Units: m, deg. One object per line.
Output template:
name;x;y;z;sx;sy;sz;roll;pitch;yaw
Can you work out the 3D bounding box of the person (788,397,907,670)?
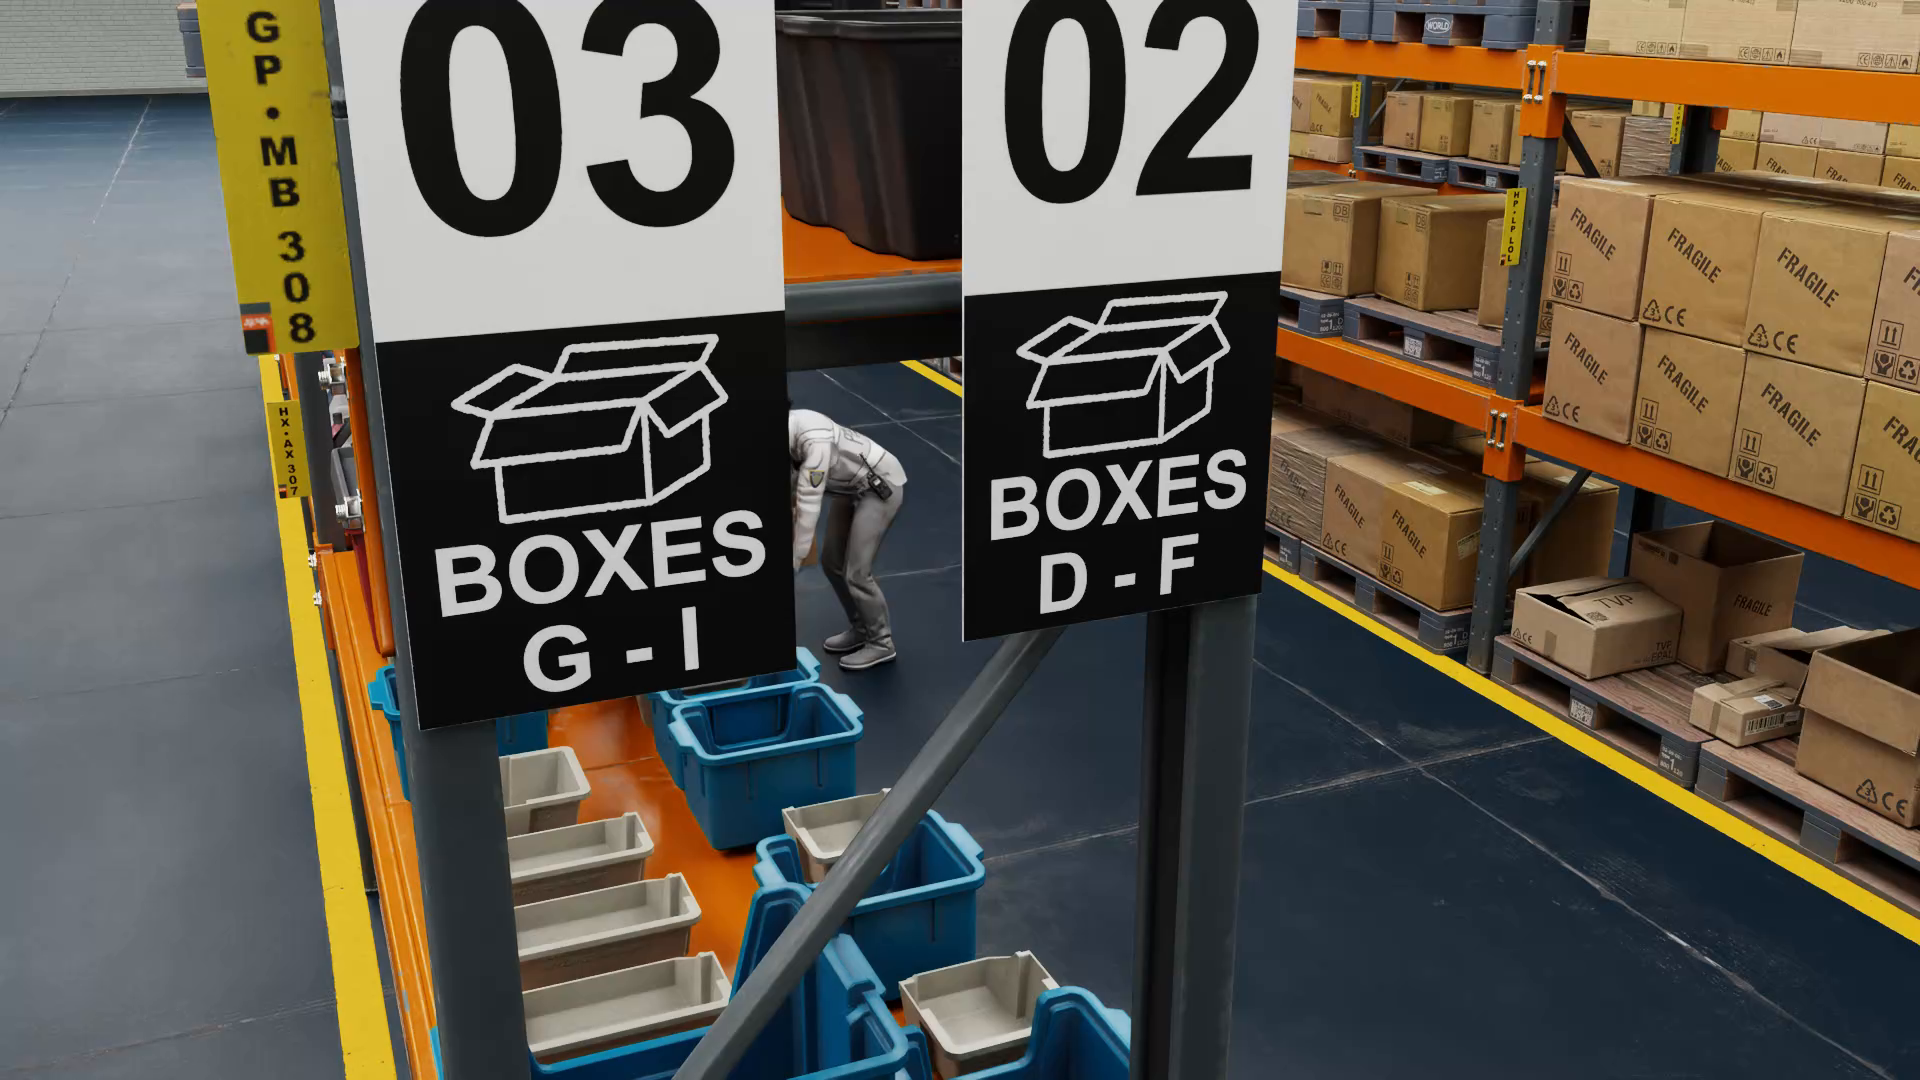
person;-0.651;-0.076;7.709;0.826;1.395;0.415;-9;21;-23
